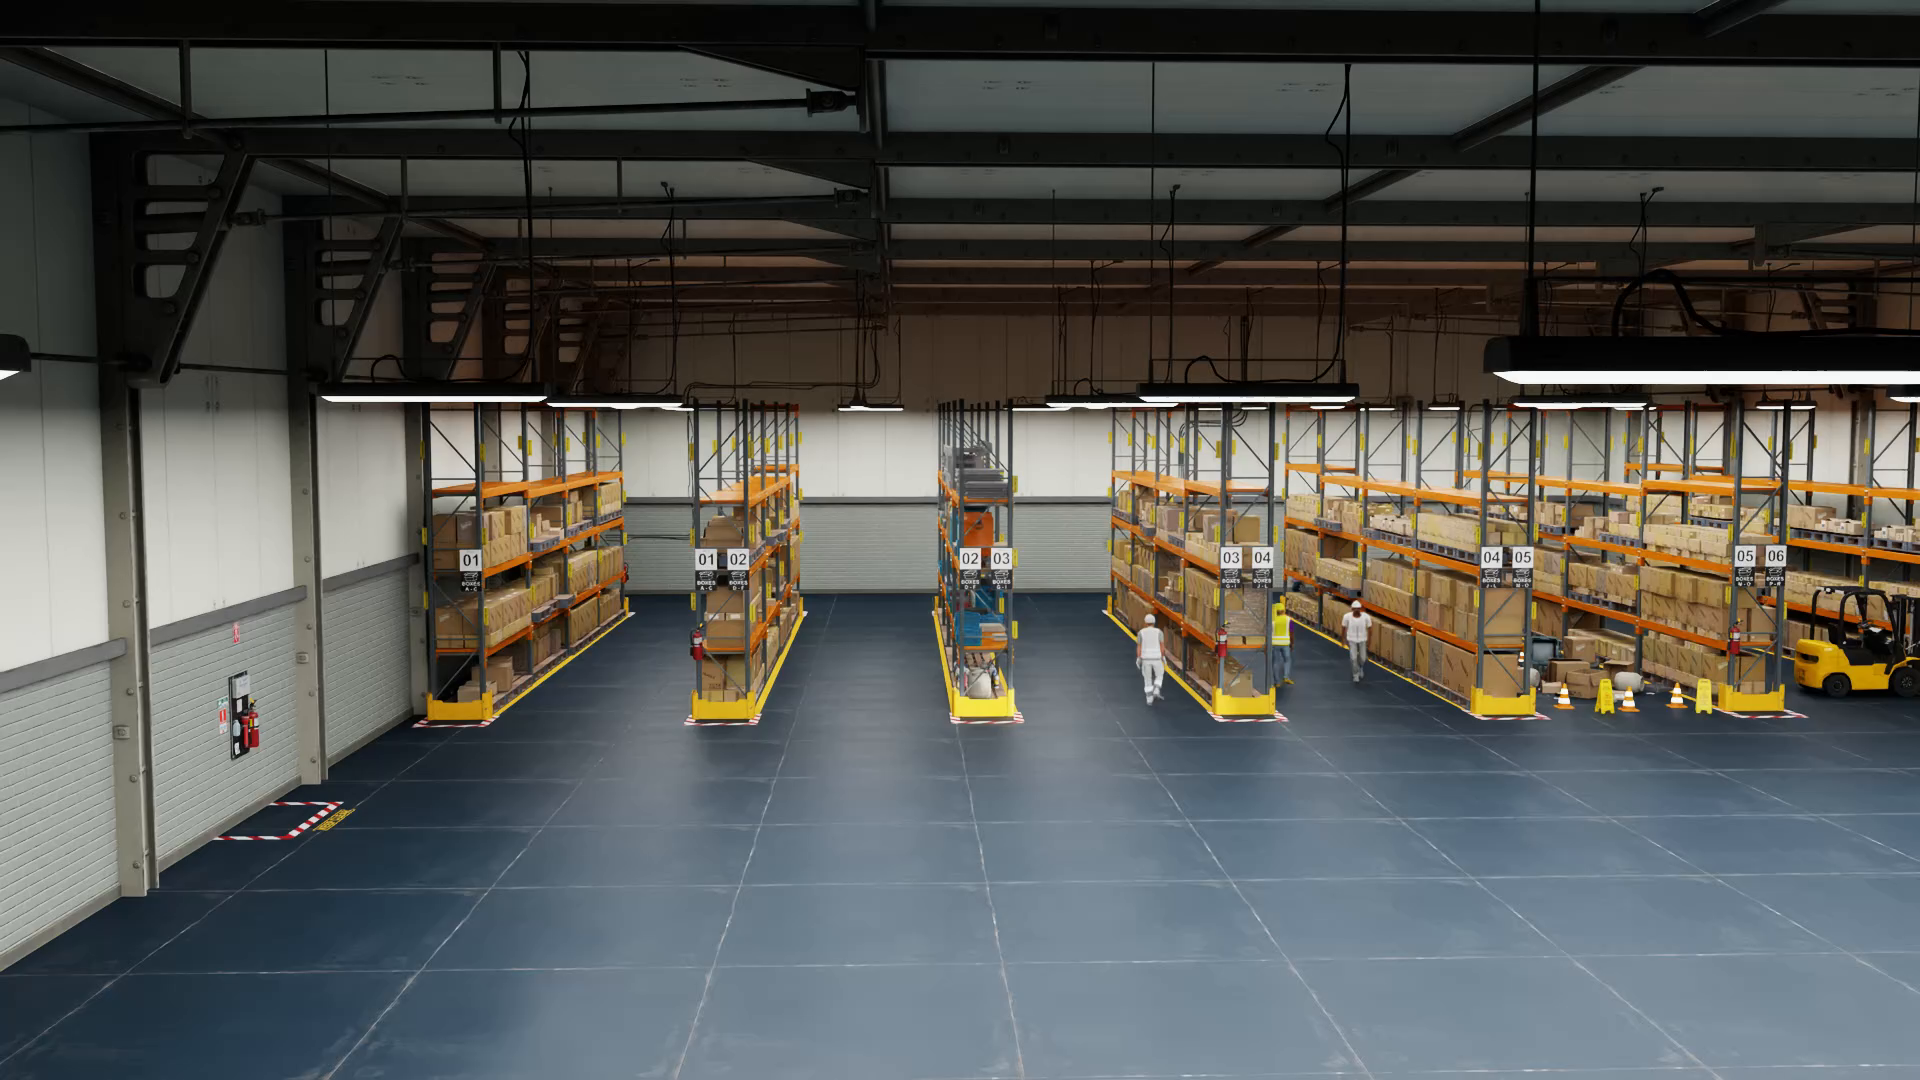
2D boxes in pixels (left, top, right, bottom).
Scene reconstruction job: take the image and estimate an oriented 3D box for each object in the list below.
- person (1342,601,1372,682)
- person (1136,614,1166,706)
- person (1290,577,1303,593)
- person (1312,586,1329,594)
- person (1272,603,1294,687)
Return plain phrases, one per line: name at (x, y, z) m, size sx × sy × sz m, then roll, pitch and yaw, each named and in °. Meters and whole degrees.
person at (8.513, 2.148, 35.693) m, size 0.636 × 1.739 × 0.678 m, roll 1°, pitch 4°, yaw 8°
person at (3.753, 2.350, 32.641) m, size 0.585 × 1.781 × 0.499 m, roll 1°, pitch 4°, yaw 9°
person at (9.950, 1.220, 48.815) m, size 0.745 × 1.571 × 0.401 m, roll 0°, pitch 4°, yaw -2°
person at (11.307, 0.955, 52.046) m, size 0.933 × 1.618 × 0.440 m, roll -1°, pitch 5°, yaw -16°
person at (6.705, 2.203, 34.842) m, size 0.590 × 1.766 × 0.522 m, roll 1°, pitch 4°, yaw 7°
